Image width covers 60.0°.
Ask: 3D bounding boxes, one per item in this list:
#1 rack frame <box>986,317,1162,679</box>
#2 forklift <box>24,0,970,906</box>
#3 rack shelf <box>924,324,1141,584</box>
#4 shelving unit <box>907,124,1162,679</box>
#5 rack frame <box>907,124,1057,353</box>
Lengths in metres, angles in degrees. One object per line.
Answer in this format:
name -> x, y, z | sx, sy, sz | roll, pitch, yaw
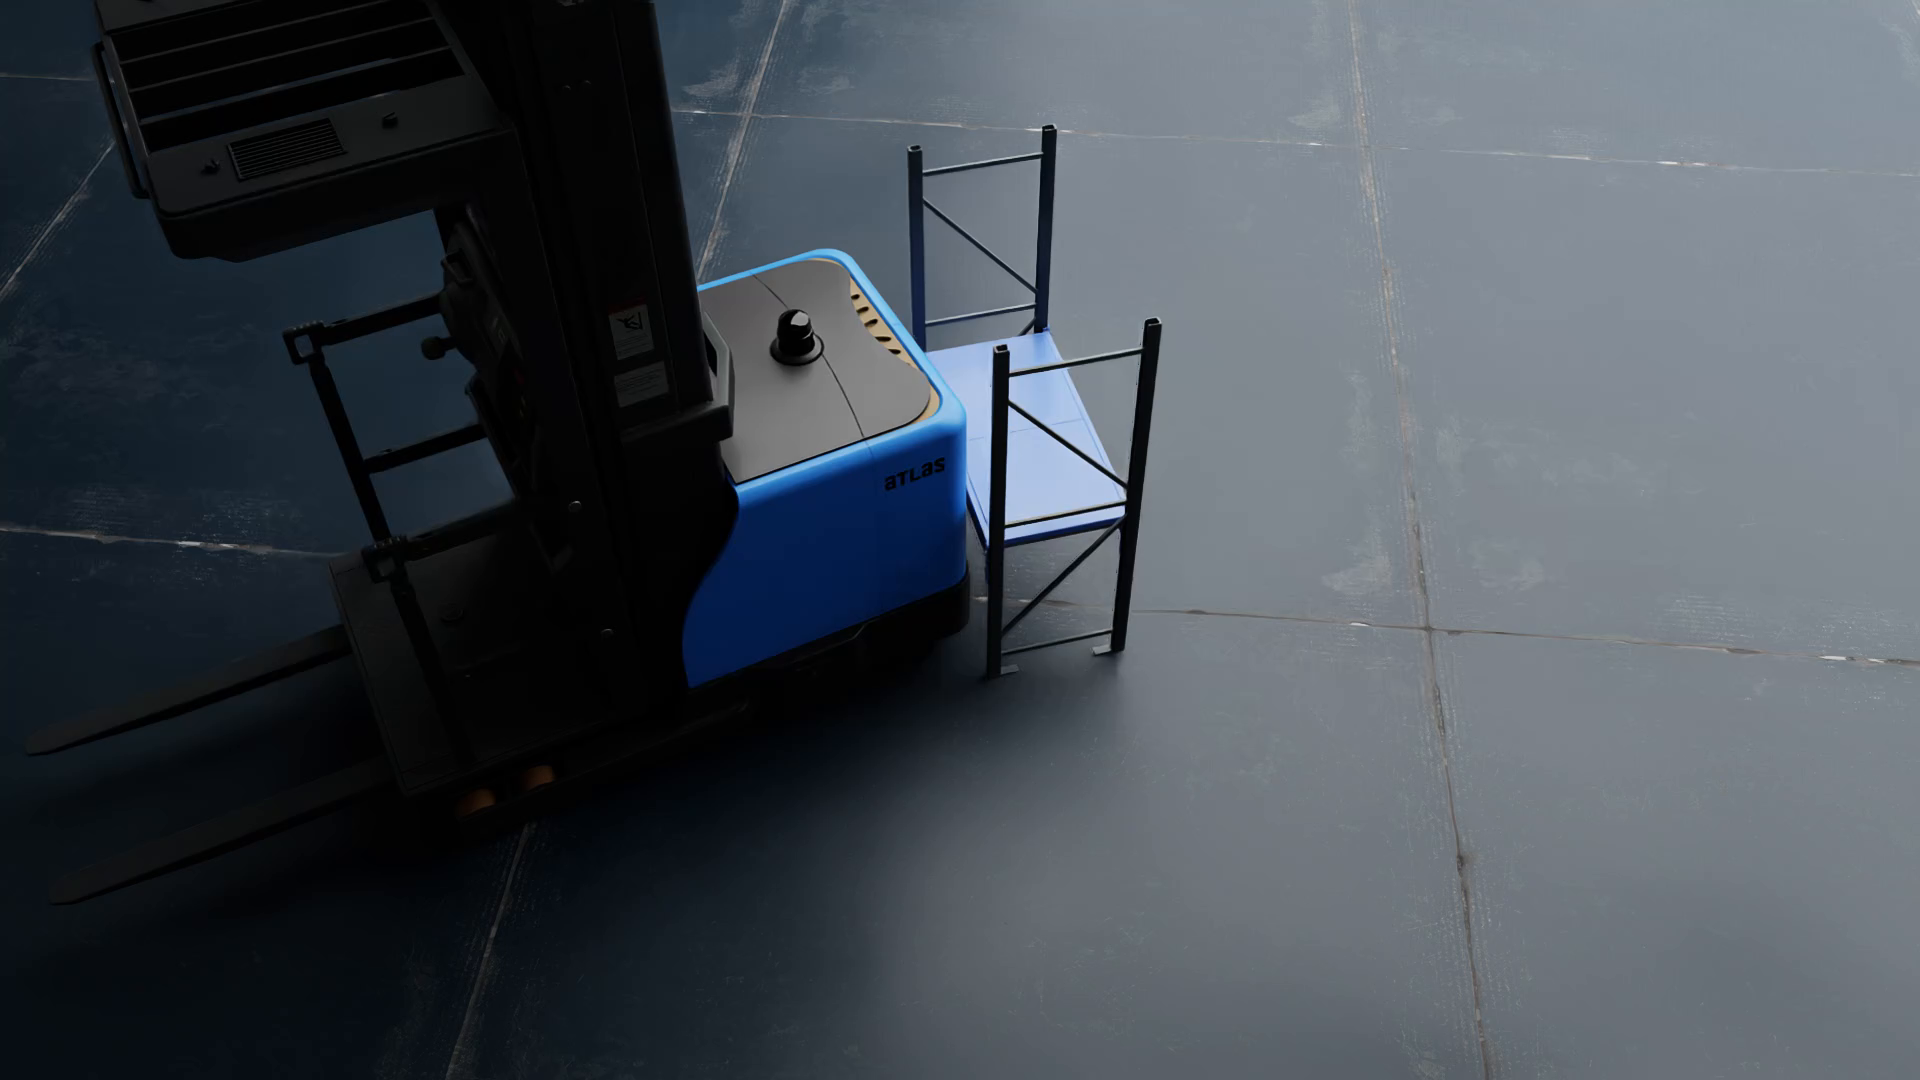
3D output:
rack frame -> 0.338, -0.081, 5.308 | 0.500, 1.500, 0.032 | -11, 49, -10
forklift -> -1.514, -0.479, 4.702 | 3.031, 2.935, 1.130 | -21, 51, -18
rack shelf -> 0.206, -0.322, 5.772 | 0.538, 0.185, 1.000 | -11, 49, -10
shelving unit -> 0.206, -0.443, 5.639 | 0.538, 1.500, 1.048 | -11, 49, -10
rack frame -> 0.074, -0.806, 5.970 | 0.500, 1.500, 0.032 | -11, 49, -10
